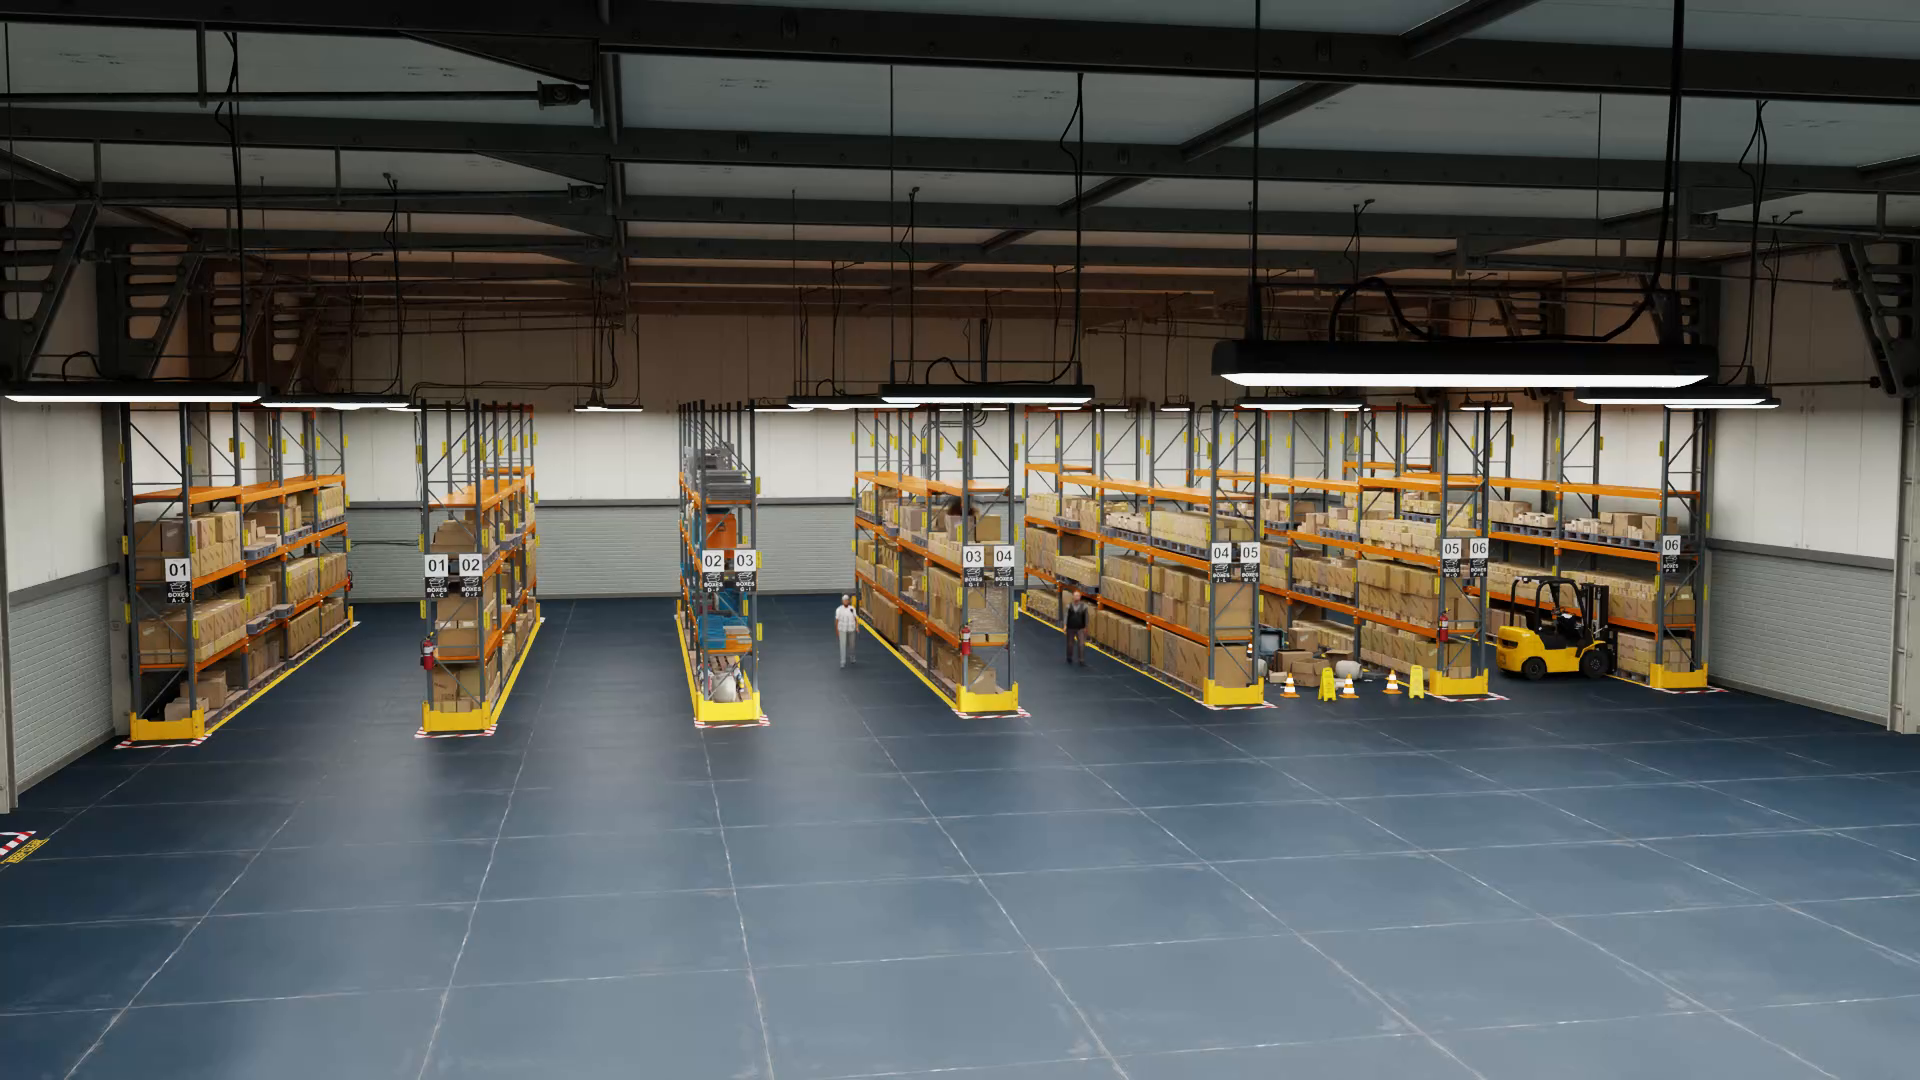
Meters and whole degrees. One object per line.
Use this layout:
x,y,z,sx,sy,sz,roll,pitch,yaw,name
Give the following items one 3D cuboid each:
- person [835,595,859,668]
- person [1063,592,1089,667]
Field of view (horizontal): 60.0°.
-2.565,2.060,37.802,0.553,1.612,0.982,0,4,-3,person
2.645,2.026,37.888,0.625,1.680,0.977,-1,4,-9,person
